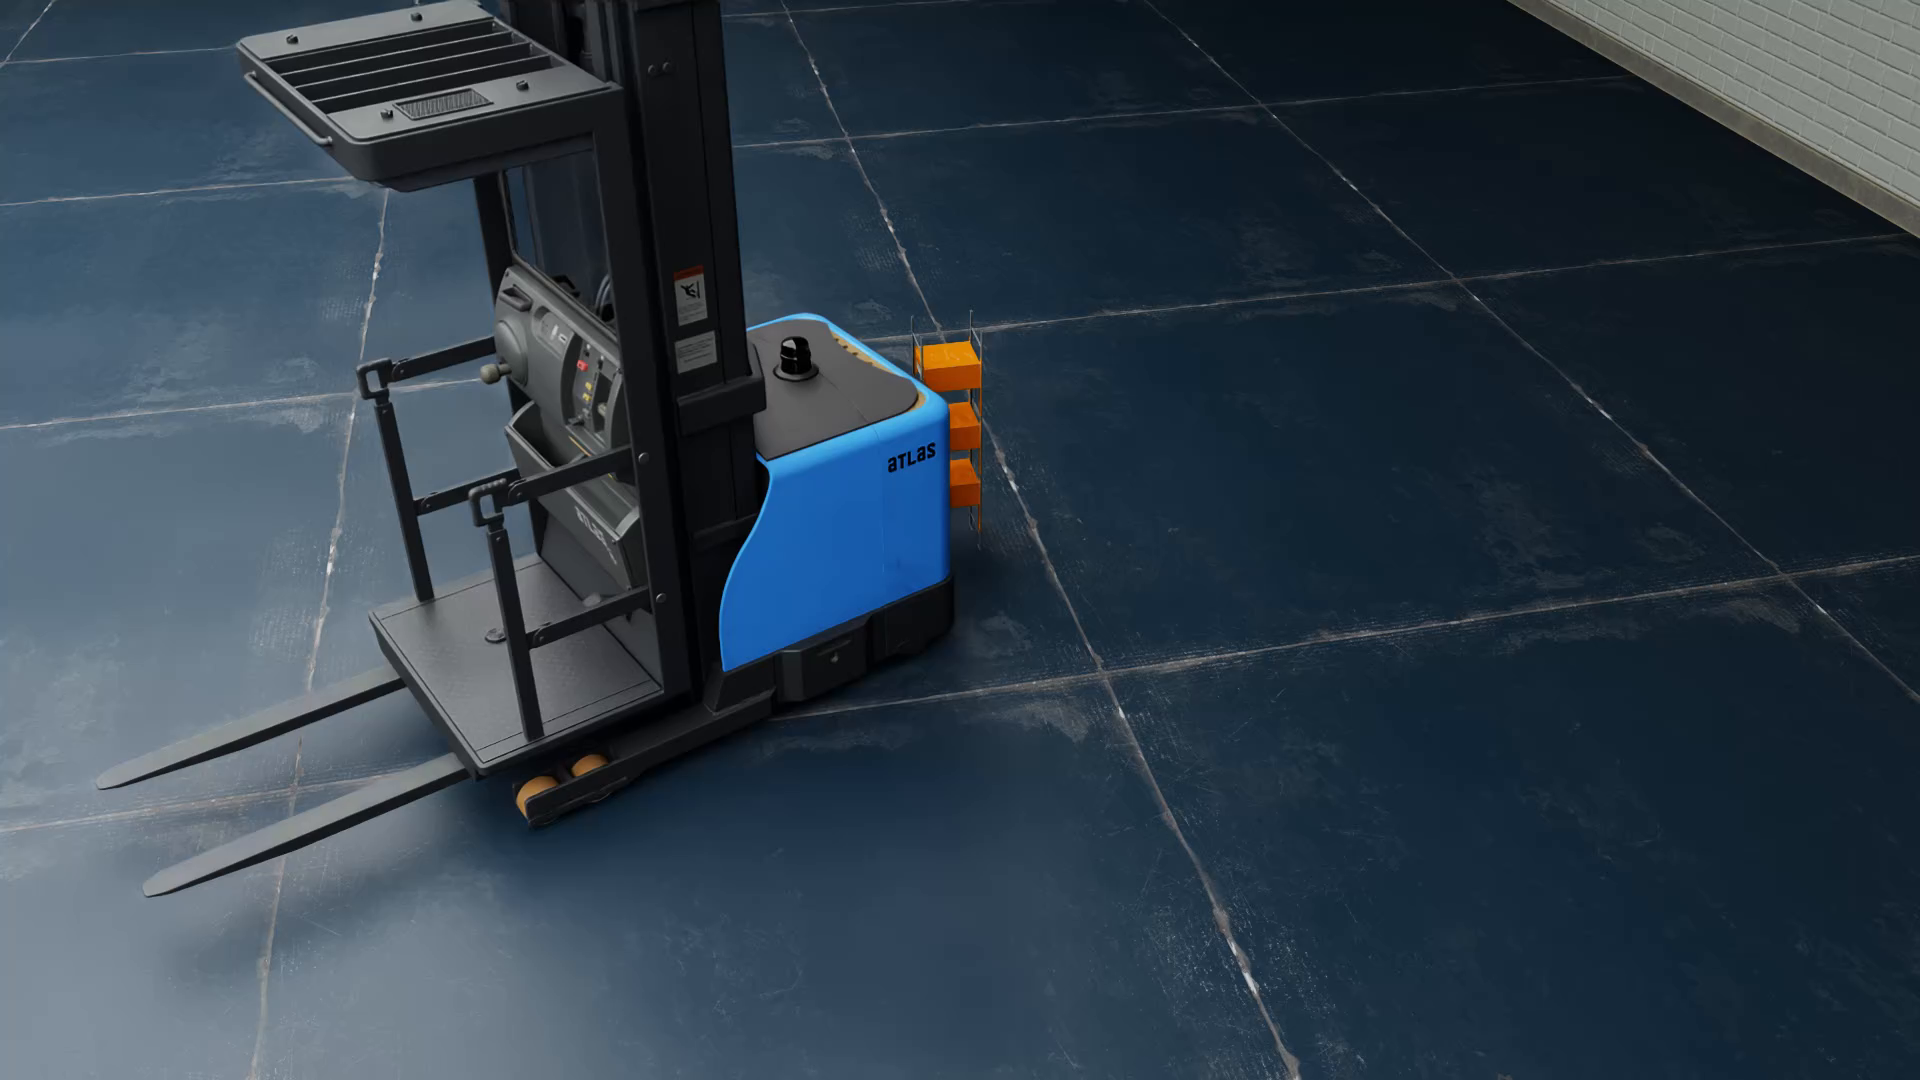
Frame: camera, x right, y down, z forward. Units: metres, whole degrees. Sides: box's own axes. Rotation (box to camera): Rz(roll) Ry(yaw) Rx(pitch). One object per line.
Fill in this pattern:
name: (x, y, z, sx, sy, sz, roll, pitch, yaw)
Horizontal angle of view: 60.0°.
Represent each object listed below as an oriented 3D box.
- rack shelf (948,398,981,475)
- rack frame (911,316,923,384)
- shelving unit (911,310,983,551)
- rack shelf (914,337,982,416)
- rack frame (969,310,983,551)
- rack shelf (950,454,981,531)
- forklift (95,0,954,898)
rack shelf: (-0.052, -0.421, 6.954, 0.240, 0.259, 0.215, -7, 35, -11)
rack frame: (-0.171, -0.414, 6.925, 0.008, 1.050, 0.200, -7, 35, -11)
shelving unit: (-0.052, -0.429, 6.948, 0.252, 1.050, 0.215, -7, 35, -11)
rack shelf: (-0.052, -0.656, 6.795, 0.240, 0.259, 0.215, -7, 35, -11)
rack frame: (0.067, -0.444, 6.970, 0.008, 1.050, 0.200, -7, 35, -11)
rack shelf: (-0.052, -0.190, 7.108, 0.240, 0.259, 0.215, -7, 35, -11)
forklift: (-1.513, -0.564, 5.460, 3.031, 2.935, 1.130, -22, 40, -29)
